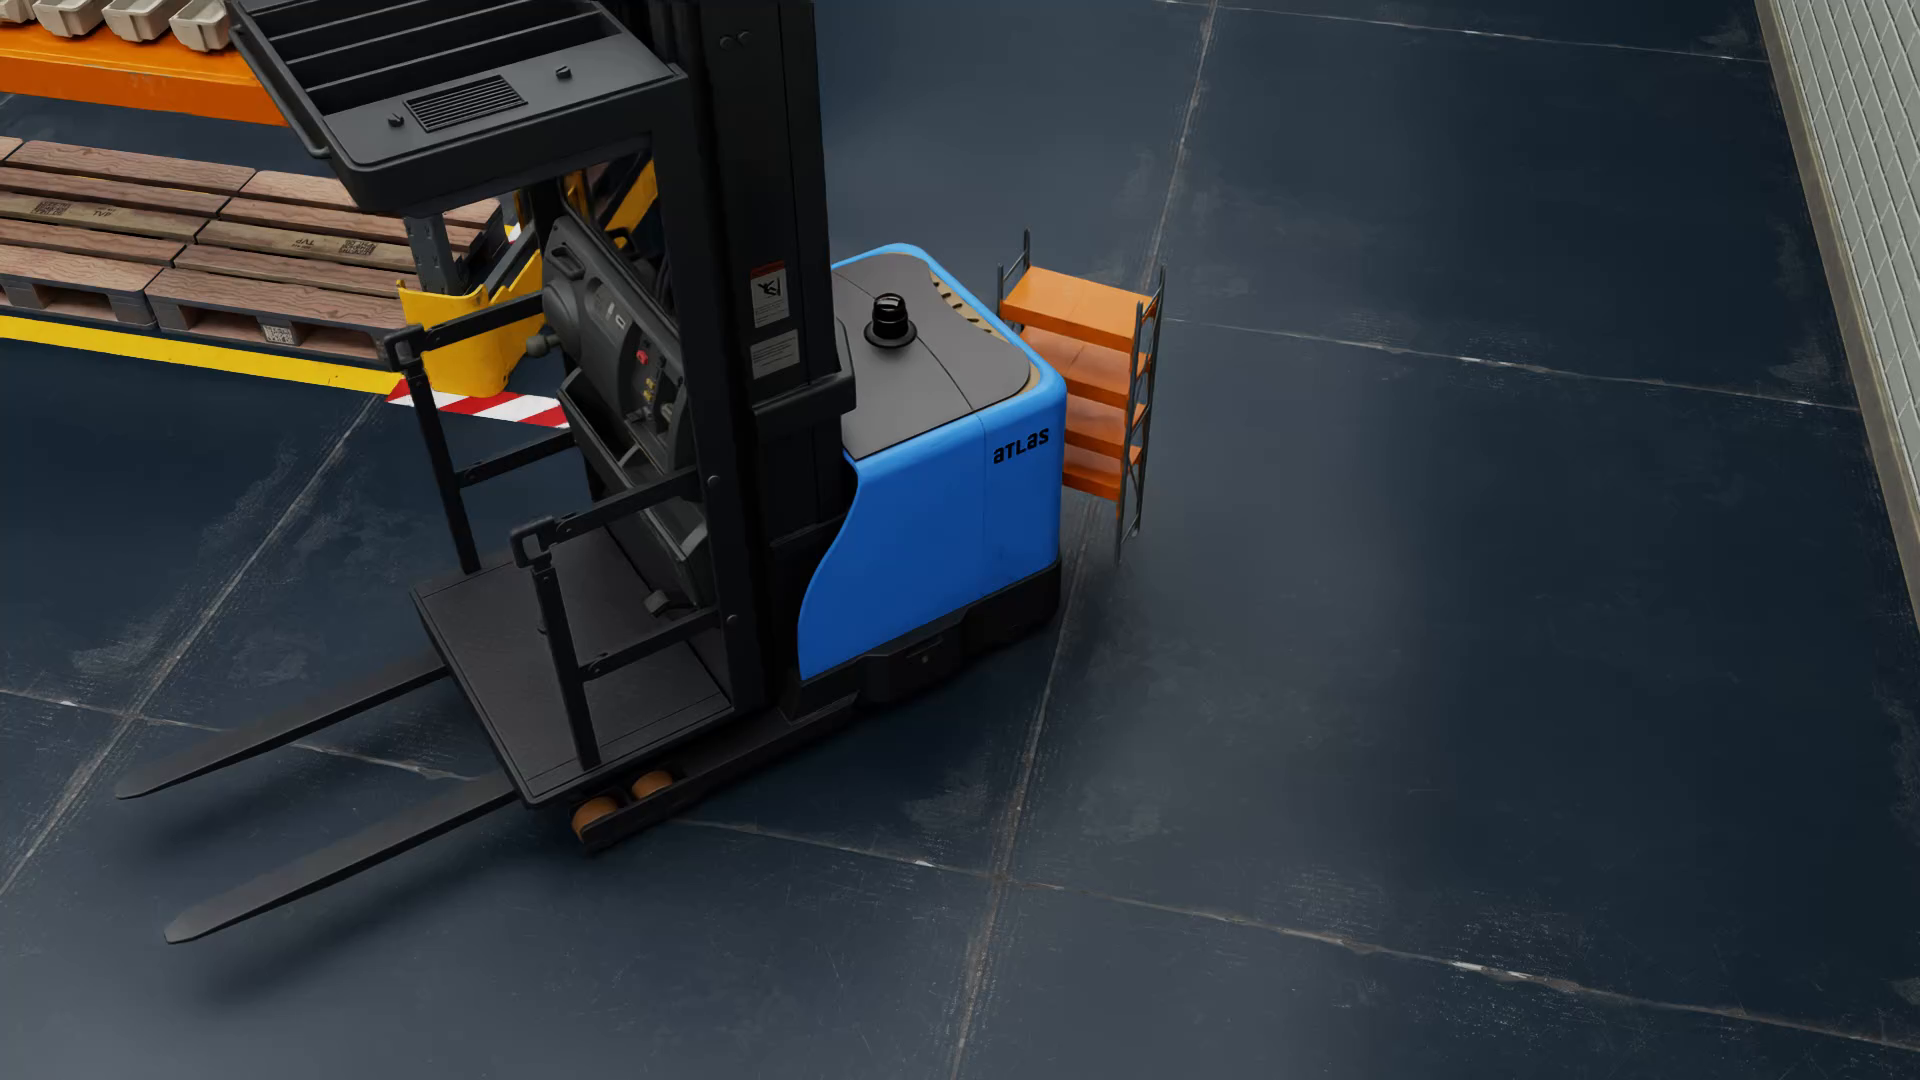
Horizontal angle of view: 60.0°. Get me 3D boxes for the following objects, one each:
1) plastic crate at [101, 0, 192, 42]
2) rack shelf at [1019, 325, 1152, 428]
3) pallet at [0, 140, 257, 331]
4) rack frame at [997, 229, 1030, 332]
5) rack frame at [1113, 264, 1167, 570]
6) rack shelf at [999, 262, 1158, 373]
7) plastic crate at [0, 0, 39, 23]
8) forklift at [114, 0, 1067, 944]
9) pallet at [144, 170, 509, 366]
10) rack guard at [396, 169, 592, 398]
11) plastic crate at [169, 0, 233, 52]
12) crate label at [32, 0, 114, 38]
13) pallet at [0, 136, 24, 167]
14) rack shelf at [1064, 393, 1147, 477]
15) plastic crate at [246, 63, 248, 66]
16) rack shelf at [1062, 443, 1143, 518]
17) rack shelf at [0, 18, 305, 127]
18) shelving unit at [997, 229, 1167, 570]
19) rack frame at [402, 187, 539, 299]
[{"bbox_3d":[-3.092,-2.054,6.368,0.243,0.136,0.396,9,45,9],"label":"plastic crate"},{"bbox_3d":[0.401,-0.583,5.764,0.480,0.148,0.258,18,47,18],"label":"rack shelf"},{"bbox_3d":[-3.960,-1.406,7.558,1.213,0.211,1.003,9,45,9],"label":"pallet"},{"bbox_3d":[0.180,-0.541,5.947,0.015,1.200,0.240,18,47,18],"label":"rack frame"},{"bbox_3d":[0.622,-0.398,5.799,0.015,1.200,0.240,18,47,18],"label":"rack frame"},{"bbox_3d":[0.401,-0.753,5.600,0.480,0.148,0.258,18,47,18],"label":"rack shelf"},{"bbox_3d":[-3.662,-2.112,6.429,0.250,0.136,0.298,9,45,9],"label":"plastic crate"},{"bbox_3d":[-1.162,-0.507,4.664,3.031,2.935,1.130,-24,49,-23],"label":"forklift"},{"bbox_3d":[-2.773,-1.220,7.365,1.213,0.211,1.003,9,45,9],"label":"pallet"},{"bbox_3d":[-1.950,-1.178,7.113,0.348,0.500,1.175,9,45,9],"label":"rack guard"},{"bbox_3d":[-2.812,-2.001,6.313,0.243,0.136,0.396,9,45,9],"label":"plastic crate"},{"bbox_3d":[-3.369,-2.080,6.395,0.243,0.136,0.396,9,45,9],"label":"crate label"},{"bbox_3d":[-5.154,-1.589,7.749,1.213,0.211,1.003,9,45,9],"label":"pallet"},{"bbox_3d":[0.401,-0.421,5.920,0.480,0.148,0.258,18,47,18],"label":"rack shelf"},{"bbox_3d":[-2.344,-2.032,6.129,0.499,0.435,0.616,9,45,9],"label":"plastic crate"},{"bbox_3d":[0.401,-0.278,6.057,0.480,0.148,0.258,18,47,18],"label":"rack shelf"},{"bbox_3d":[-3.928,-2.117,6.805,4.000,0.370,1.077,9,45,9],"label":"rack shelf"},{"bbox_3d":[0.401,-0.470,5.873,0.503,1.200,0.258,18,47,18],"label":"shelving unit"},{"bbox_3d":[-1.977,-2.073,6.241,0.127,3.000,1.000,9,45,9],"label":"rack frame"}]
